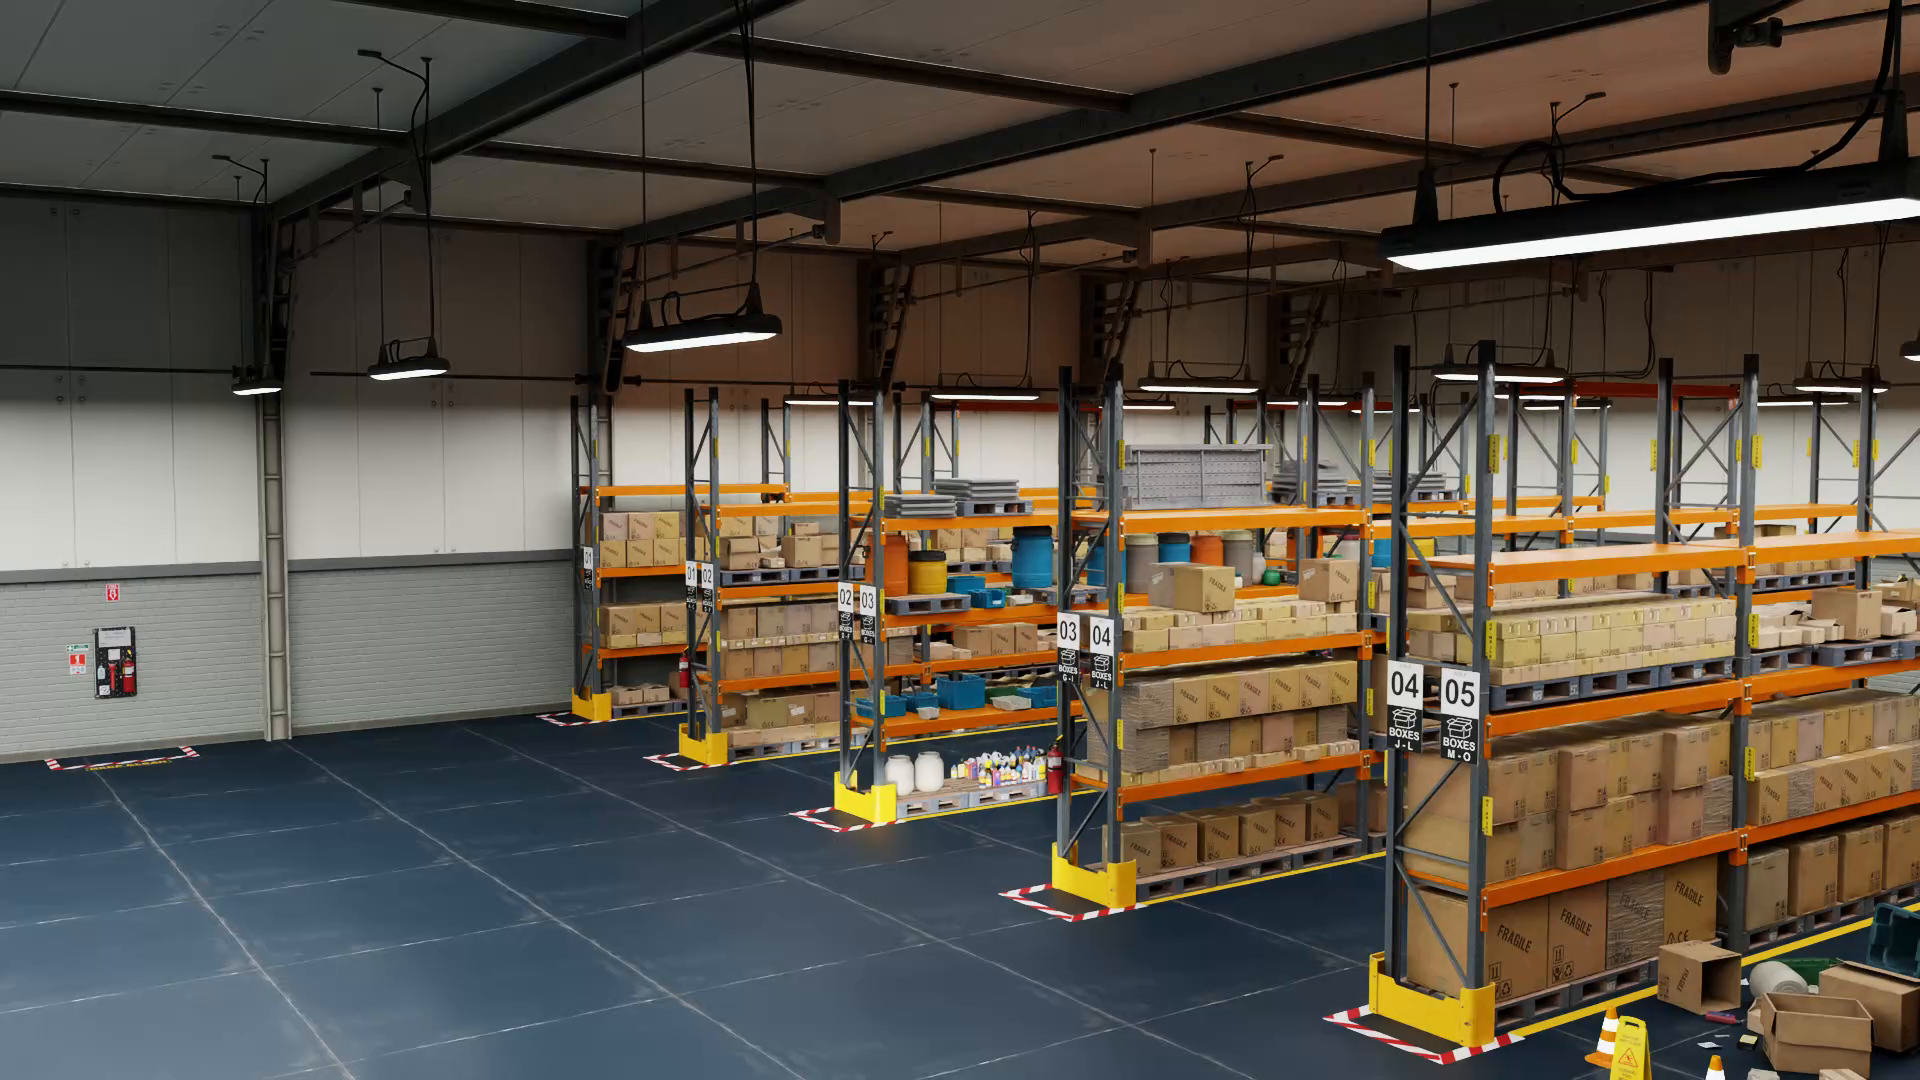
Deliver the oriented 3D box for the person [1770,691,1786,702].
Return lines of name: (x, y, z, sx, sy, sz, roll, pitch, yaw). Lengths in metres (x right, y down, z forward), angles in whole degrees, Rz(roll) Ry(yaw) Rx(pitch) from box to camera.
person: (11.626, 2.943, 23.827, 0.390, 1.597, 0.545, 1, 4, 15)
